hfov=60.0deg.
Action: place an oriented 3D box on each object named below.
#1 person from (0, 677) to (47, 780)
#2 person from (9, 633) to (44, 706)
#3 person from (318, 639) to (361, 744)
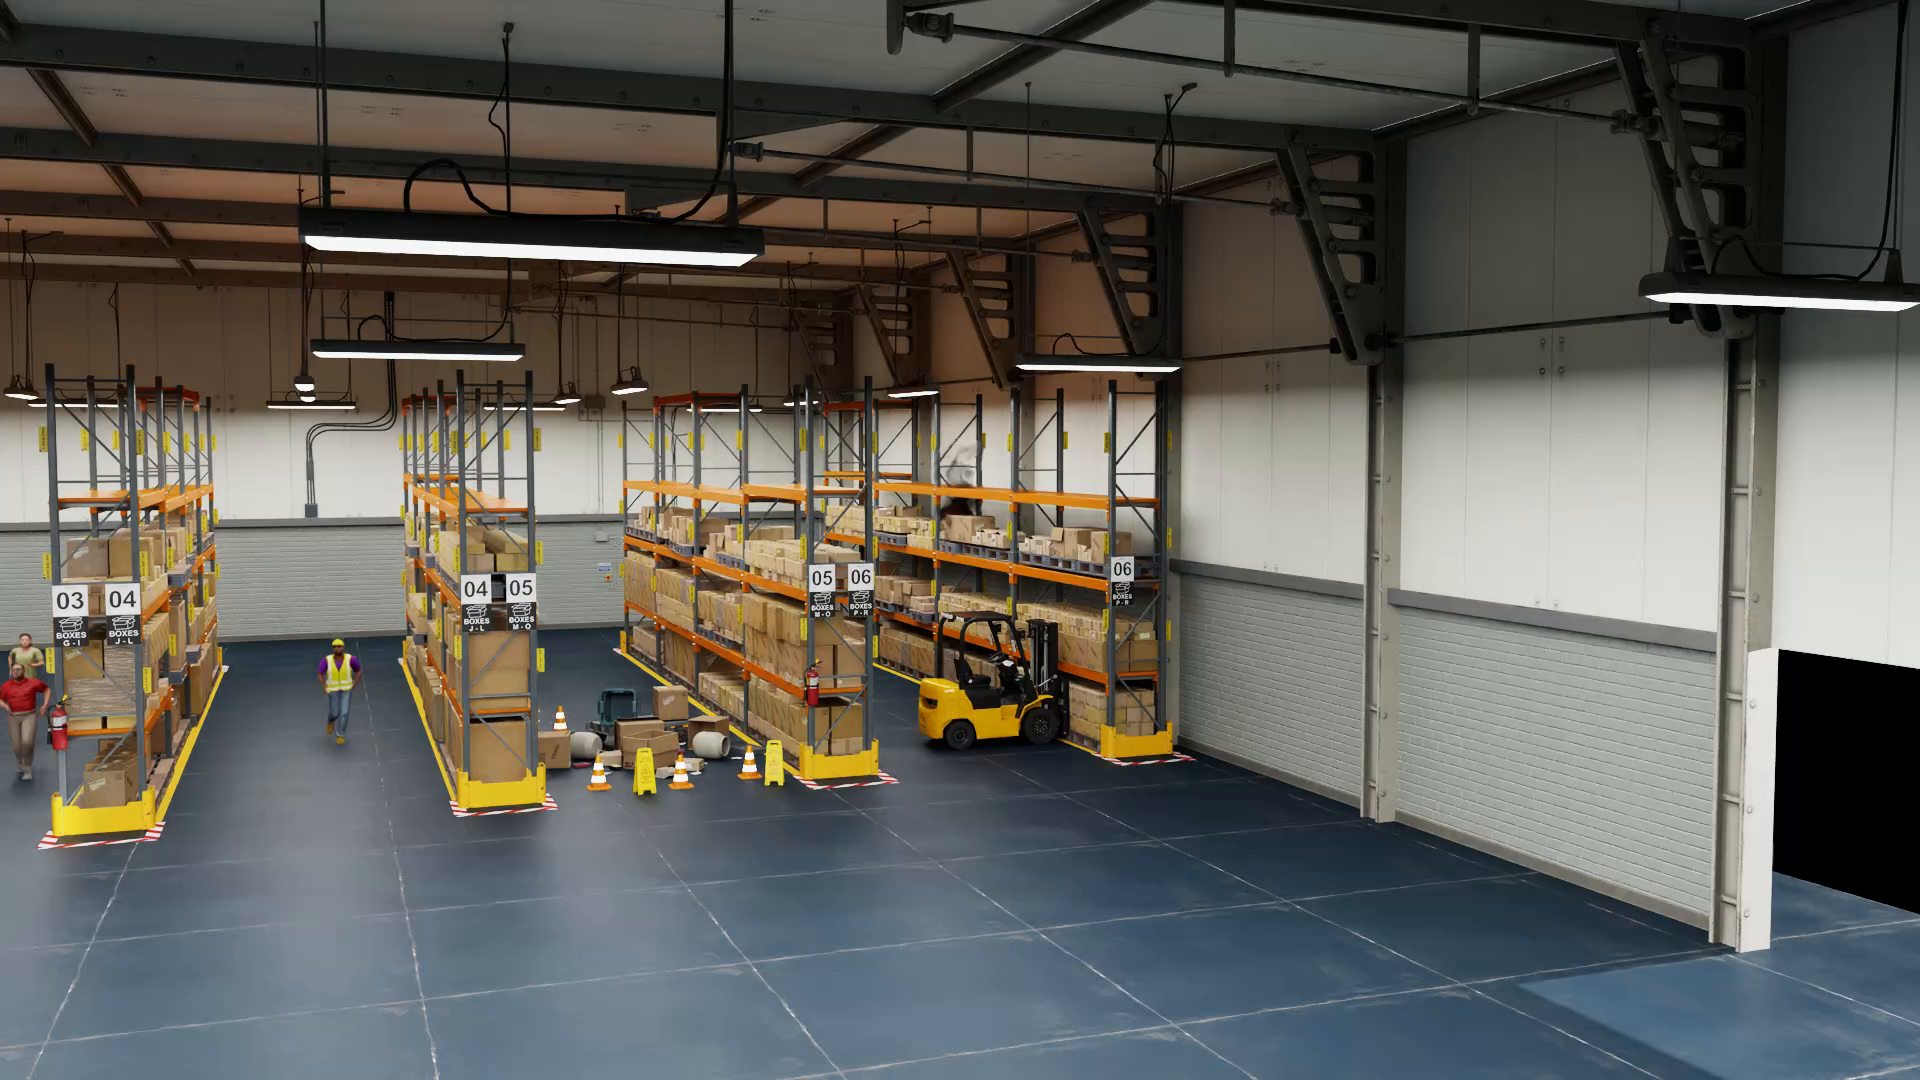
[{"bbox_3d":[-14.047,2.819,24.895,0.634,1.550,0.696,-1,3,-16],"label":"person"},{"bbox_3d":[-16.235,2.390,28.936,0.547,1.568,0.811,-2,4,-29],"label":"person"},{"bbox_3d":[-10.391,2.516,27.882,0.676,1.741,0.662,-1,4,-22],"label":"person"}]
